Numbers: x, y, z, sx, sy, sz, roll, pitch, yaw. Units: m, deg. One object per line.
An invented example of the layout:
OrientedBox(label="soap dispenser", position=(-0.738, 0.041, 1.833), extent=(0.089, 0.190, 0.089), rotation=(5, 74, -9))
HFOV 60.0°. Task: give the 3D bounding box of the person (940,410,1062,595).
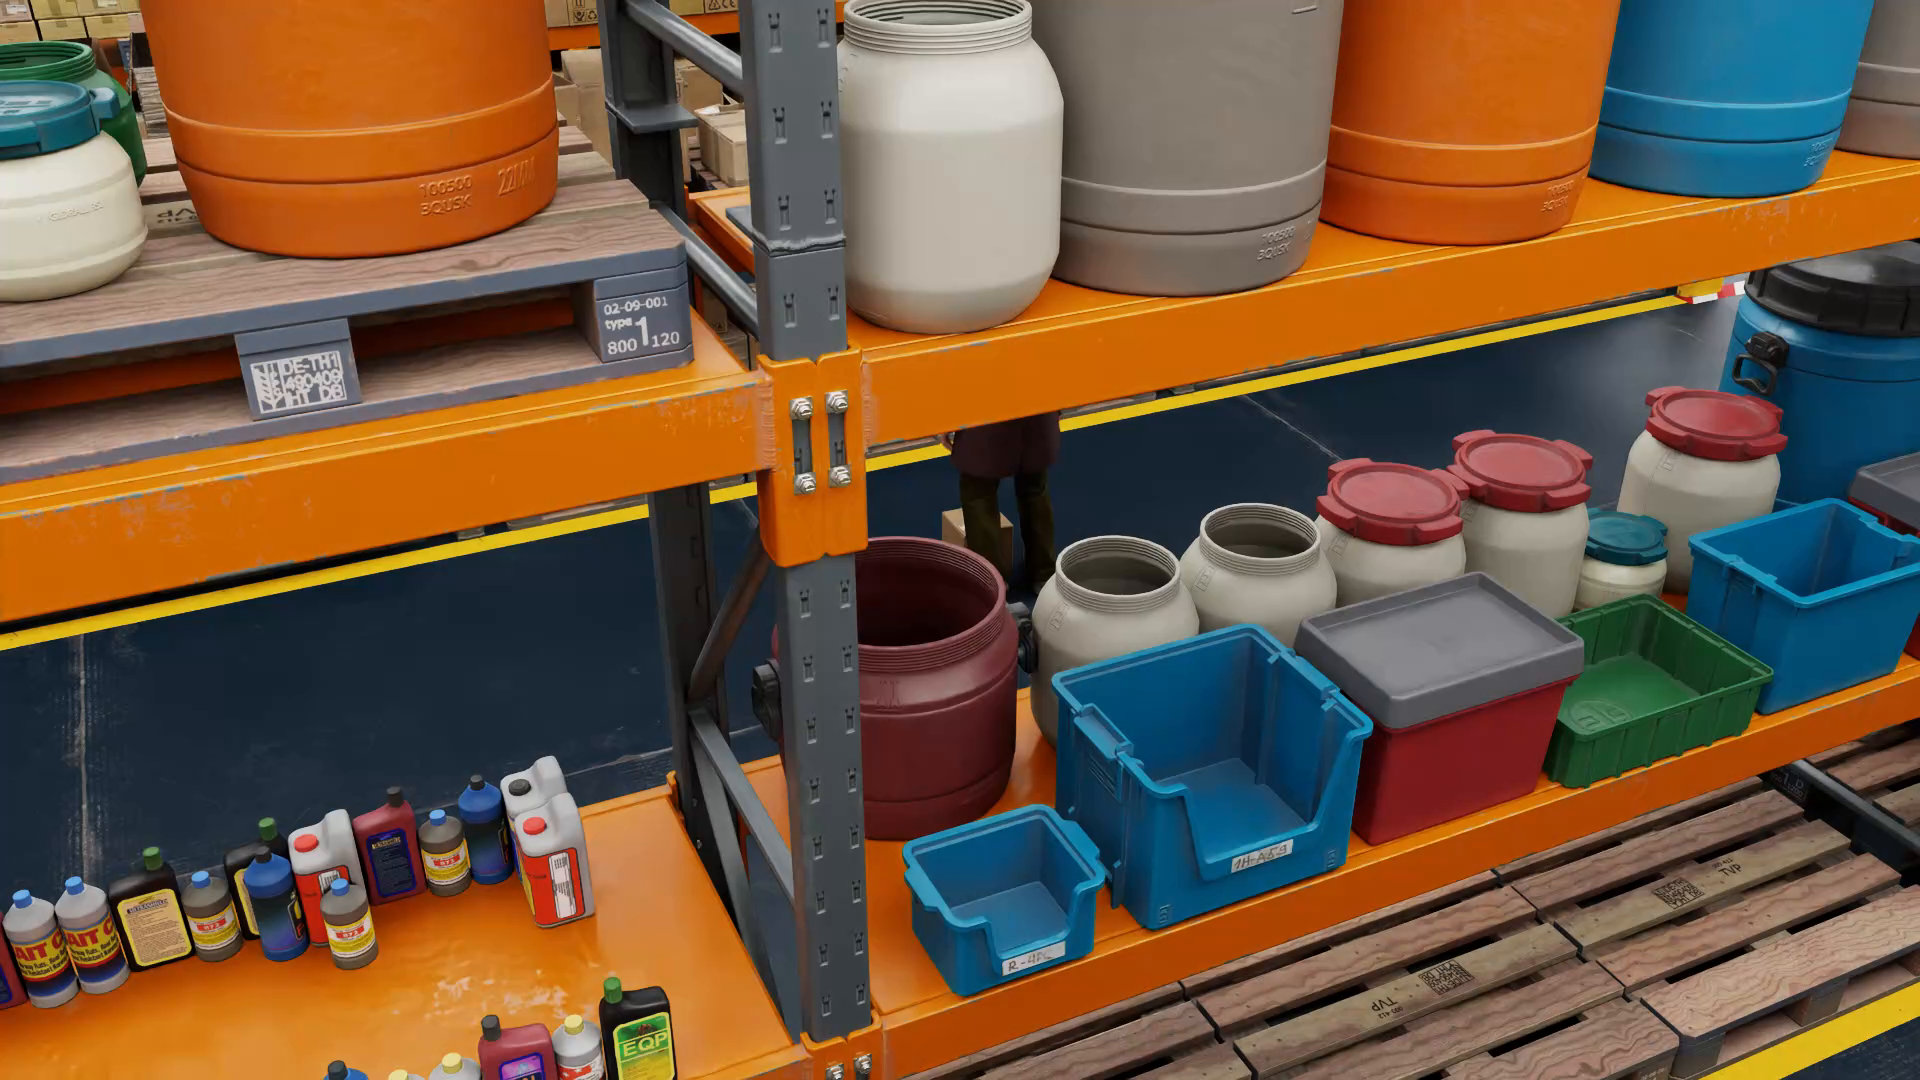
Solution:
OrientedBox(label="person", position=(0.193, -0.550, 7.133), extent=(0.643, 1.774, 0.420), rotation=(-13, 32, -22))
